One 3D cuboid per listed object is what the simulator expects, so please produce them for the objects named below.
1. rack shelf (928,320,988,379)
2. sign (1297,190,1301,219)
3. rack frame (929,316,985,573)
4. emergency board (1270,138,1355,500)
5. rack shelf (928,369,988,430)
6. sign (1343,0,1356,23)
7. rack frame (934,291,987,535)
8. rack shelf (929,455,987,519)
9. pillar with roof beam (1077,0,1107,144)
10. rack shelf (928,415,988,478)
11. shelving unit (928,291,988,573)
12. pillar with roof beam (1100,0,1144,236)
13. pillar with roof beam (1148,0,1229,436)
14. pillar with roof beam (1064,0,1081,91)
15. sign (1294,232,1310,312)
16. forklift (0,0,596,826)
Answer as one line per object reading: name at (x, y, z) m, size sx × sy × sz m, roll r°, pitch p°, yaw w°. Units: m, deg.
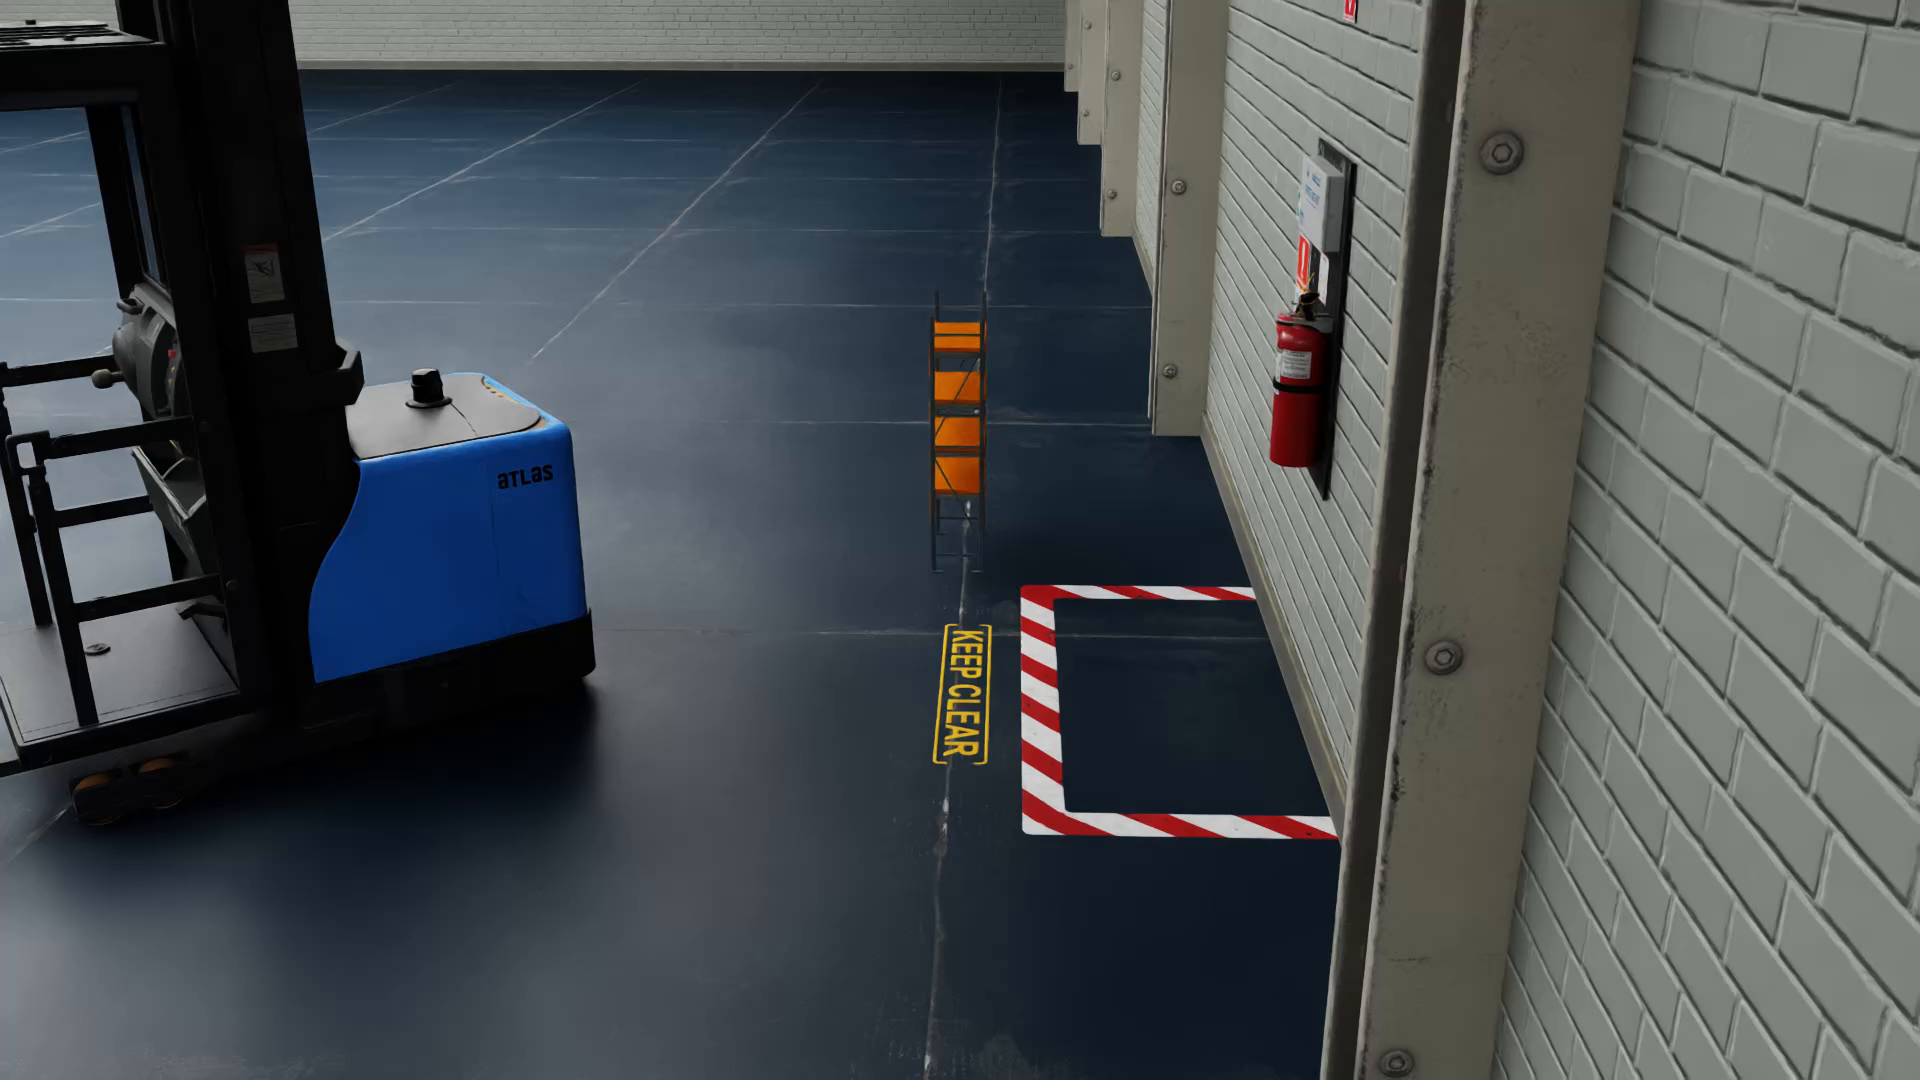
rack shelf at (-0.005, -0.866, 7.515) m, size 0.258 × 0.148 × 0.480 m, roll 1°, pitch 21°, yaw 2°
sign at (1.313, -1.256, 6.338) m, size 0.001 × 0.109 × 0.331 m, roll 1°, pitch 21°, yaw 2°
rack frame at (-0.012, -0.411, 7.430) m, size 0.240 × 1.200 × 0.015 m, roll 1°, pitch 21°, yaw 2°
emergency board at (1.203, -0.795, 5.932) m, size 0.194 × 1.169 × 0.643 m, roll 1°, pitch 21°, yaw 2°
rack shelf at (-0.005, -0.645, 7.601) m, size 0.258 × 0.148 × 0.480 m, roll 1°, pitch 21°, yaw 2°
sign at (1.302, -1.878, 5.518) m, size 0.001 × 0.298 × 0.199 m, roll 1°, pitch 21°, yaw 2°
rack frame at (0.002, -0.588, 7.885) m, size 0.240 × 1.200 × 0.015 m, roll 1°, pitch 21°, yaw 2°
rack shelf at (-0.005, -0.252, 7.754) m, size 0.258 × 0.148 × 0.480 m, roll 1°, pitch 21°, yaw 2°
pillar with roof beam at (-2.666, -9.255, 19.441) m, size 9.100 × 9.000 × 0.400 m, roll 1°, pitch 21°, yaw 2°
rack shelf at (-0.005, -0.437, 7.682) m, size 0.258 × 0.148 × 0.480 m, roll 1°, pitch 21°, yaw 2°
shelving unit at (-0.005, -0.500, 7.658) m, size 0.258 × 1.200 × 0.503 m, roll 1°, pitch 21°, yaw 2°
pillar with roof beam at (-2.849, -7.085, 13.850) m, size 9.100 × 9.000 × 0.400 m, roll 1°, pitch 21°, yaw 2°
pillar with roof beam at (-3.031, -4.916, 8.259) m, size 9.100 × 9.000 × 0.400 m, roll 1°, pitch 21°, yaw 2°
pillar with roof beam at (-2.484, -11.424, 25.032) m, size 9.100 × 9.000 × 0.400 m, roll 1°, pitch 21°, yaw 2°
sign at (1.323, -1.011, 6.438) m, size 0.001 × 0.329 × 0.234 m, roll 1°, pitch 21°, yaw 2°
forklift at (-2.934, -0.628, 5.596) m, size 3.031 × 2.935 × 1.130 m, roll -14°, pitch 25°, yaw -32°
